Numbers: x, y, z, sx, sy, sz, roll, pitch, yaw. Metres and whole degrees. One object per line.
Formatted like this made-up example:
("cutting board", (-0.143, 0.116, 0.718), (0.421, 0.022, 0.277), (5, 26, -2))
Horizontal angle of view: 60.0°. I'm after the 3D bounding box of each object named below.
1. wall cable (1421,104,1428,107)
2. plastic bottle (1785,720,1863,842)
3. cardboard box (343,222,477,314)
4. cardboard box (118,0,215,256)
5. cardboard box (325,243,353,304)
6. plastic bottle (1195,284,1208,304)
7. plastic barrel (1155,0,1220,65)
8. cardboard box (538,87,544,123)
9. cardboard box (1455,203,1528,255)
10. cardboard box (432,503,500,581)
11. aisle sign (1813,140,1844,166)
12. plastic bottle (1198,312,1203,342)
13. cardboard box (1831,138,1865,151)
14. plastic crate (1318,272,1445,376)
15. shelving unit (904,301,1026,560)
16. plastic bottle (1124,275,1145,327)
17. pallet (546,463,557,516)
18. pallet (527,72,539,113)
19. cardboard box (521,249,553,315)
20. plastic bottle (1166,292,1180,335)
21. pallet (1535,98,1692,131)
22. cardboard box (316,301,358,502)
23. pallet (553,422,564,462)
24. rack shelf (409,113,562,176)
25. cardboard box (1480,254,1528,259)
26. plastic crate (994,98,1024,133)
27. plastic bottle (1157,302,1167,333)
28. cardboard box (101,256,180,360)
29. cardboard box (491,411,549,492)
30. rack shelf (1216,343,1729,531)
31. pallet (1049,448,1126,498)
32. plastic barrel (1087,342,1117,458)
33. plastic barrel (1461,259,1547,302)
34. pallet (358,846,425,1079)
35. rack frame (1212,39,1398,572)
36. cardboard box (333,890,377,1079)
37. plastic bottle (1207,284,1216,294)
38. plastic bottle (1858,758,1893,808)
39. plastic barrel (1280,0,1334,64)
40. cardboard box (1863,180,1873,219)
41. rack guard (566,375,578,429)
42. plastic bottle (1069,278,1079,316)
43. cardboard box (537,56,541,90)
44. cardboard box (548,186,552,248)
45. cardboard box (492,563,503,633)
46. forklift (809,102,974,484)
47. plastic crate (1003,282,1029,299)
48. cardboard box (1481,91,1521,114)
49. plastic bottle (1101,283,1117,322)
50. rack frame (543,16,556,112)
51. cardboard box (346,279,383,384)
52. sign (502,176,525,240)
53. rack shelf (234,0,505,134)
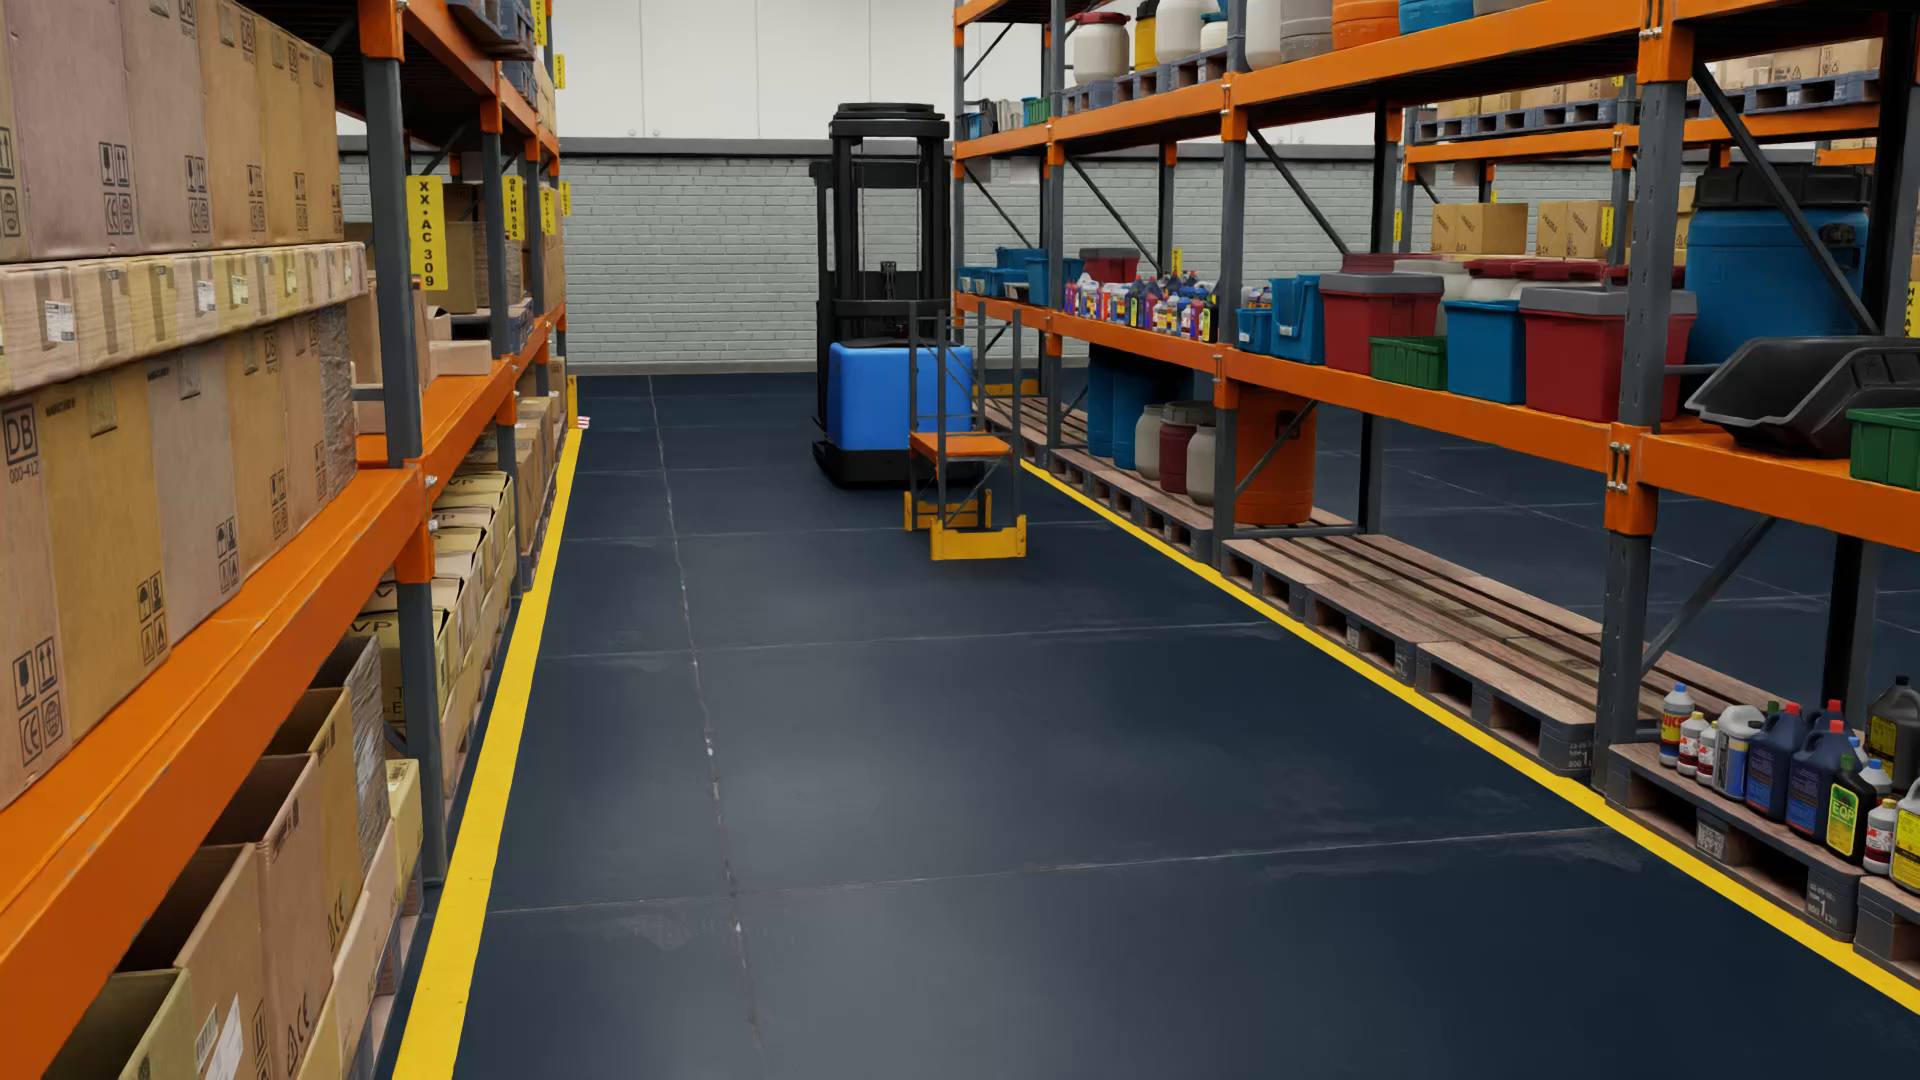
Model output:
("wall cable", (7.575, -8.655, 23.500), (2.277, 5.999, 0.120), (-2, 11, -11))
("plastic bottle", (2.557, 0.698, 4.912), (0.144, 0.351, 0.185), (-3, 11, -13))
("cardboard box", (-3.101, -1.505, 9.193), (0.700, 0.500, 0.500), (-6, 12, -30))
("cardboard box", (-1.704, -0.734, 2.794), (0.700, 0.500, 0.500), (-2, 11, -11))
("cardboard box", (-1.780, -0.685, 4.272), (0.380, 0.149, 0.250), (-2, 11, -12))
("plastic bottle", (1.729, -1.693, 11.915), (0.097, 0.271, 0.097), (0, 11, 0))
("plastic barrel", (1.499, -3.384, 10.946), (0.433, 0.535, 0.433), (0, 11, 0))
("cardboard box", (-3.591, -3.462, 13.243), (0.500, 0.250, 0.500), (-2, 11, -11))
("cardboard box", (5.327, -3.122, 16.677), (0.500, 0.500, 0.500), (-2, 11, -13))
("cardboard box", (-2.321, 0.005, 7.378), (0.500, 0.311, 0.500), (-2, 11, -11))
("aisle sign", (9.871, -4.407, 18.875), (0.394, 0.787, 0.004), (-2, 11, -11))
("plastic bottle", (1.490, -1.301, 10.041), (0.097, 0.201, 0.097), (0, 11, 0))
("cardboard box", (10.016, -4.436, 18.357), (0.500, 0.250, 0.500), (-2, 11, -9))
("plastic crate", (2.006, -1.042, 7.978), (0.402, 0.464, 0.583), (-2, 11, -11))
("shelving unit", (0.015, -0.723, 10.483), (0.587, 1.500, 1.083), (-2, 11, -11))
("plastic bottle", (1.221, -1.651, 11.481), (0.144, 0.351, 0.185), (-2, 11, -11))
("pallet", (-3.450, -0.355, 11.995), (1.003, 0.211, 1.213), (-2, 11, -11))
("pallet", (-3.588, -3.131, 11.606), (1.213, 0.211, 1.003), (-2, 11, -11))
("cardboard box", (-3.477, -2.025, 13.045), (0.500, 0.500, 0.500), (-2, 11, -10))
("plastic bottle", (1.370, -1.449, 10.632), (0.097, 0.271, 0.097), (0, 11, 0))
("pallet", (5.923, -3.812, 14.918), (1.003, 0.211, 1.213), (-2, 11, -11))
("cardboard box", (-1.997, -0.373, 4.366), (0.700, 0.500, 0.500), (-2, 11, -12))
("pallet", (-4.019, -0.852, 14.612), (1.003, 0.211, 1.213), (-2, 11, -11))
("rack shelf", (-4.035, -3.359, 14.225), (1.077, 0.370, 4.000), (-2, 11, -11))
("cardboard box", (5.431, -2.657, 16.240), (0.500, 0.250, 0.500), (-2, 11, -12))
("plastic crate", (0.564, -3.783, 14.844), (0.437, 0.282, 0.530), (-2, 11, -11))
("plastic bottle", (1.332, -1.450, 10.826), (0.097, 0.201, 0.097), (0, 11, 0))
("cardboard box", (-1.429, -0.355, 2.538), (0.380, 0.149, 0.250), (-2, 11, -12))
("cardboard box", (-3.083, -0.597, 11.321), (0.500, 0.500, 0.500), (-2, 11, -10))
("rack shelf", (2.381, -0.598, 7.739), (1.077, 0.370, 4.000), (-2, 11, -11))
("pallet", (1.323, -0.539, 12.963), (1.003, 0.211, 1.213), (-2, 11, -11))
("plastic barrel", (1.303, -1.127, 13.083), (0.600, 0.901, 0.708), (-2, 11, -11))
("plastic barrel", (2.572, -1.049, 7.820), (0.433, 0.535, 0.433), (0, 11, 0))
("pallet", (-1.976, 1.112, 4.288), (1.003, 0.211, 1.213), (-2, 11, -11))
("rack frame", (1.992, -1.318, 9.599), (1.000, 3.000, 0.127), (-2, 11, -11))
("cardboard box", (-1.586, 1.000, 3.652), (0.500, 0.250, 0.500), (-2, 11, -11))
("plastic bottle", (1.848, -1.704, 11.956), (0.152, 0.276, 0.135), (-2, 11, -11))
("plastic bottle", (2.622, 0.763, 4.785), (0.097, 0.271, 0.097), (0, 11, 0))
("plastic barrel", (1.939, -2.879, 8.439), (0.600, 0.901, 0.600), (0, 11, 0))
("cardboard box", (6.600, -2.294, 11.779), (0.797, 0.503, 0.637), (-2, 11, -10))
("rack guard", (-4.409, -1.364, 16.526), (1.175, 0.500, 0.348), (-2, 11, -11))
("plastic bottle", (0.893, -1.887, 12.901), (0.061, 0.283, 0.133), (-2, 11, -11))
("cardboard box", (-3.595, -3.708, 13.195), (0.500, 0.250, 0.500), (-2, 11, -11))
("cardboard box", (-3.562, -2.604, 13.413), (0.500, 0.500, 0.500), (-2, 11, -13))
("cardboard box", (-2.327, 0.280, 7.433), (0.500, 0.250, 0.500), (-2, 11, -10))
("forklift", (-0.666, -2.107, 13.928), (1.130, 2.935, 3.031), (-2, 11, -10))
("plastic crate", (0.580, -2.260, 15.093), (0.293, 0.136, 0.466), (-2, 11, -11))
("cardboard box", (5.587, -4.449, 16.371), (0.700, 0.500, 0.500), (-3, 11, -15))
("plastic bottle", (1.110, -1.722, 12.054), (0.152, 0.276, 0.135), (-2, 11, -11))
("rack frame", (-4.424, -5.553, 15.804), (1.000, 3.000, 0.127), (-2, 11, -11))
("cardboard box", (-2.325, -0.692, 6.043), (0.500, 0.500, 0.500), (-1, 11, -7))
("sign", (-2.324, -1.728, 8.657), (0.100, 0.325, 0.005), (-2, 11, -11))
("rack shelf", (-2.479, -1.892, 6.516), (1.077, 0.370, 4.000), (-2, 11, -11))
